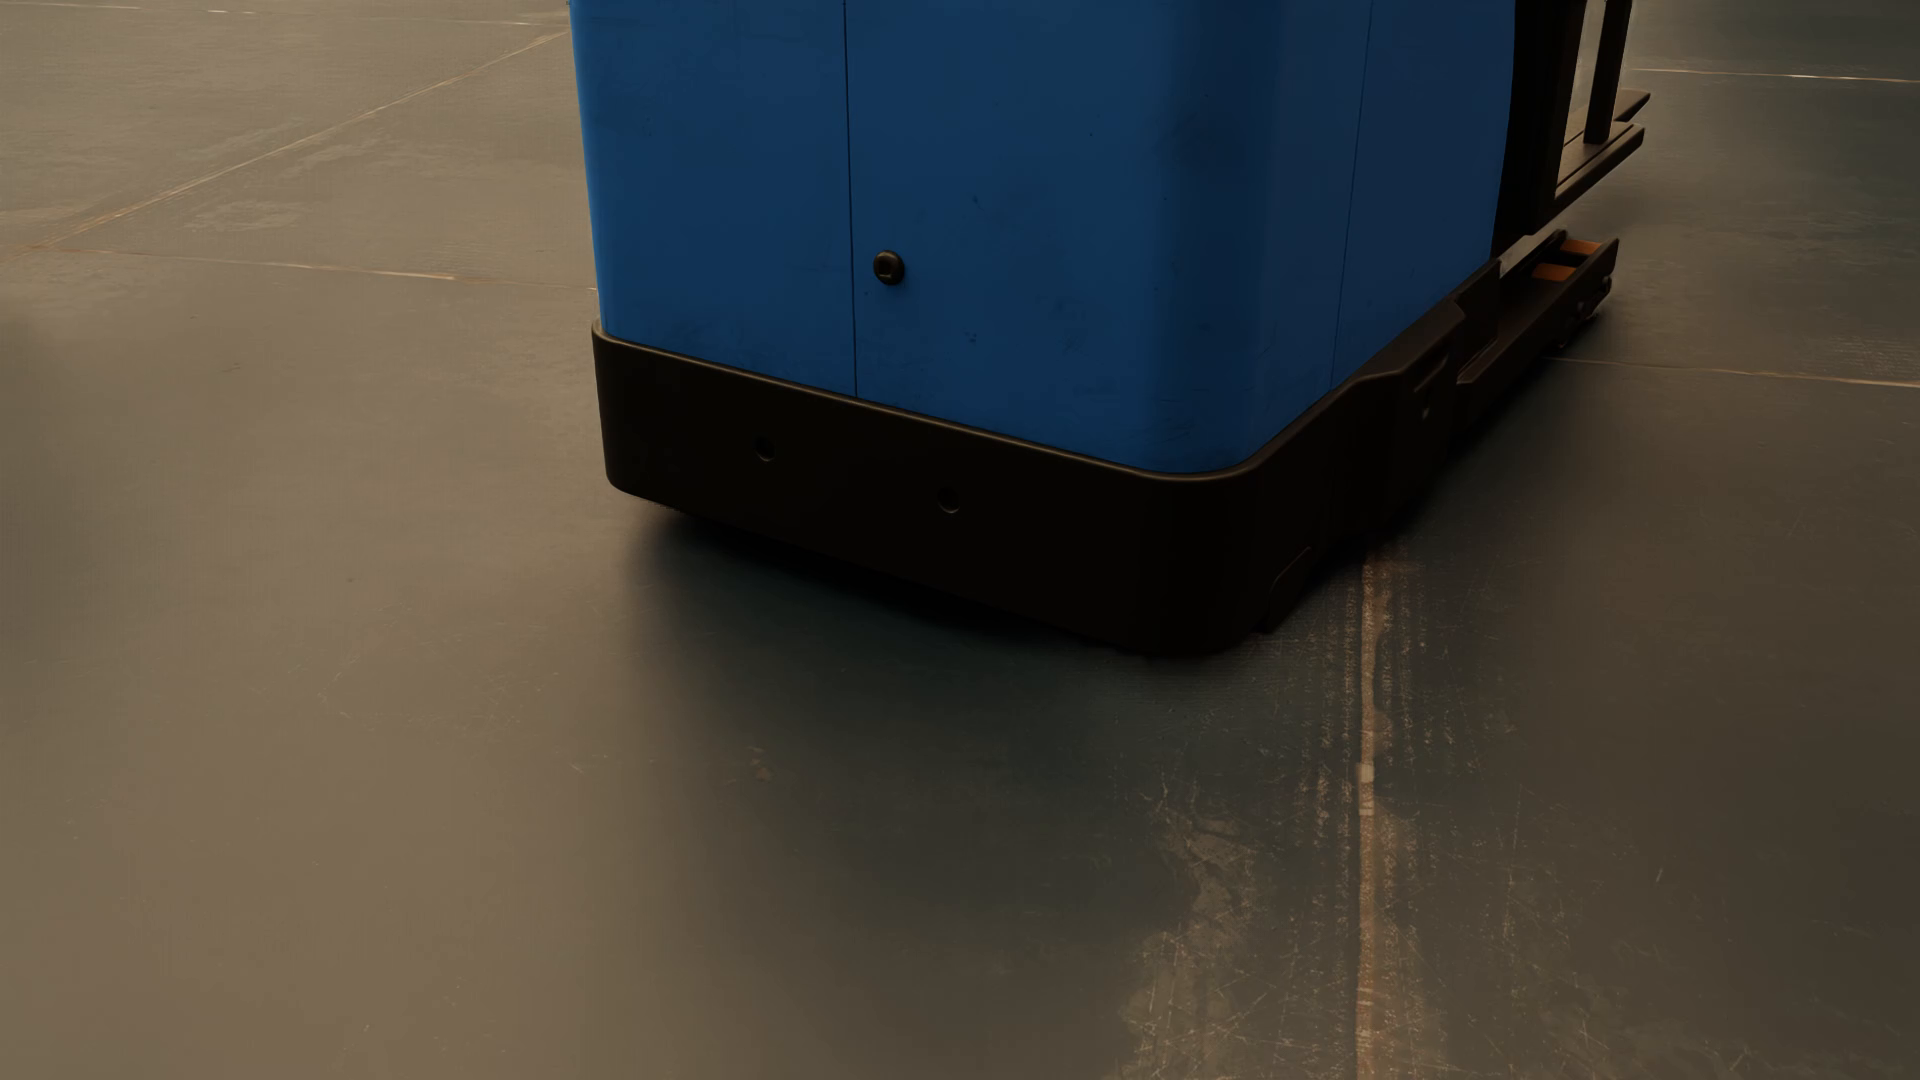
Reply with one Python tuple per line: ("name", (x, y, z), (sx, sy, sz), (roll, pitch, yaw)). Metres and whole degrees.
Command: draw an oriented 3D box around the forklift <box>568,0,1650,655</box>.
("forklift", (0.680, -1.783, 2.781), (1.130, 2.935, 3.031), (16, 31, 29))
